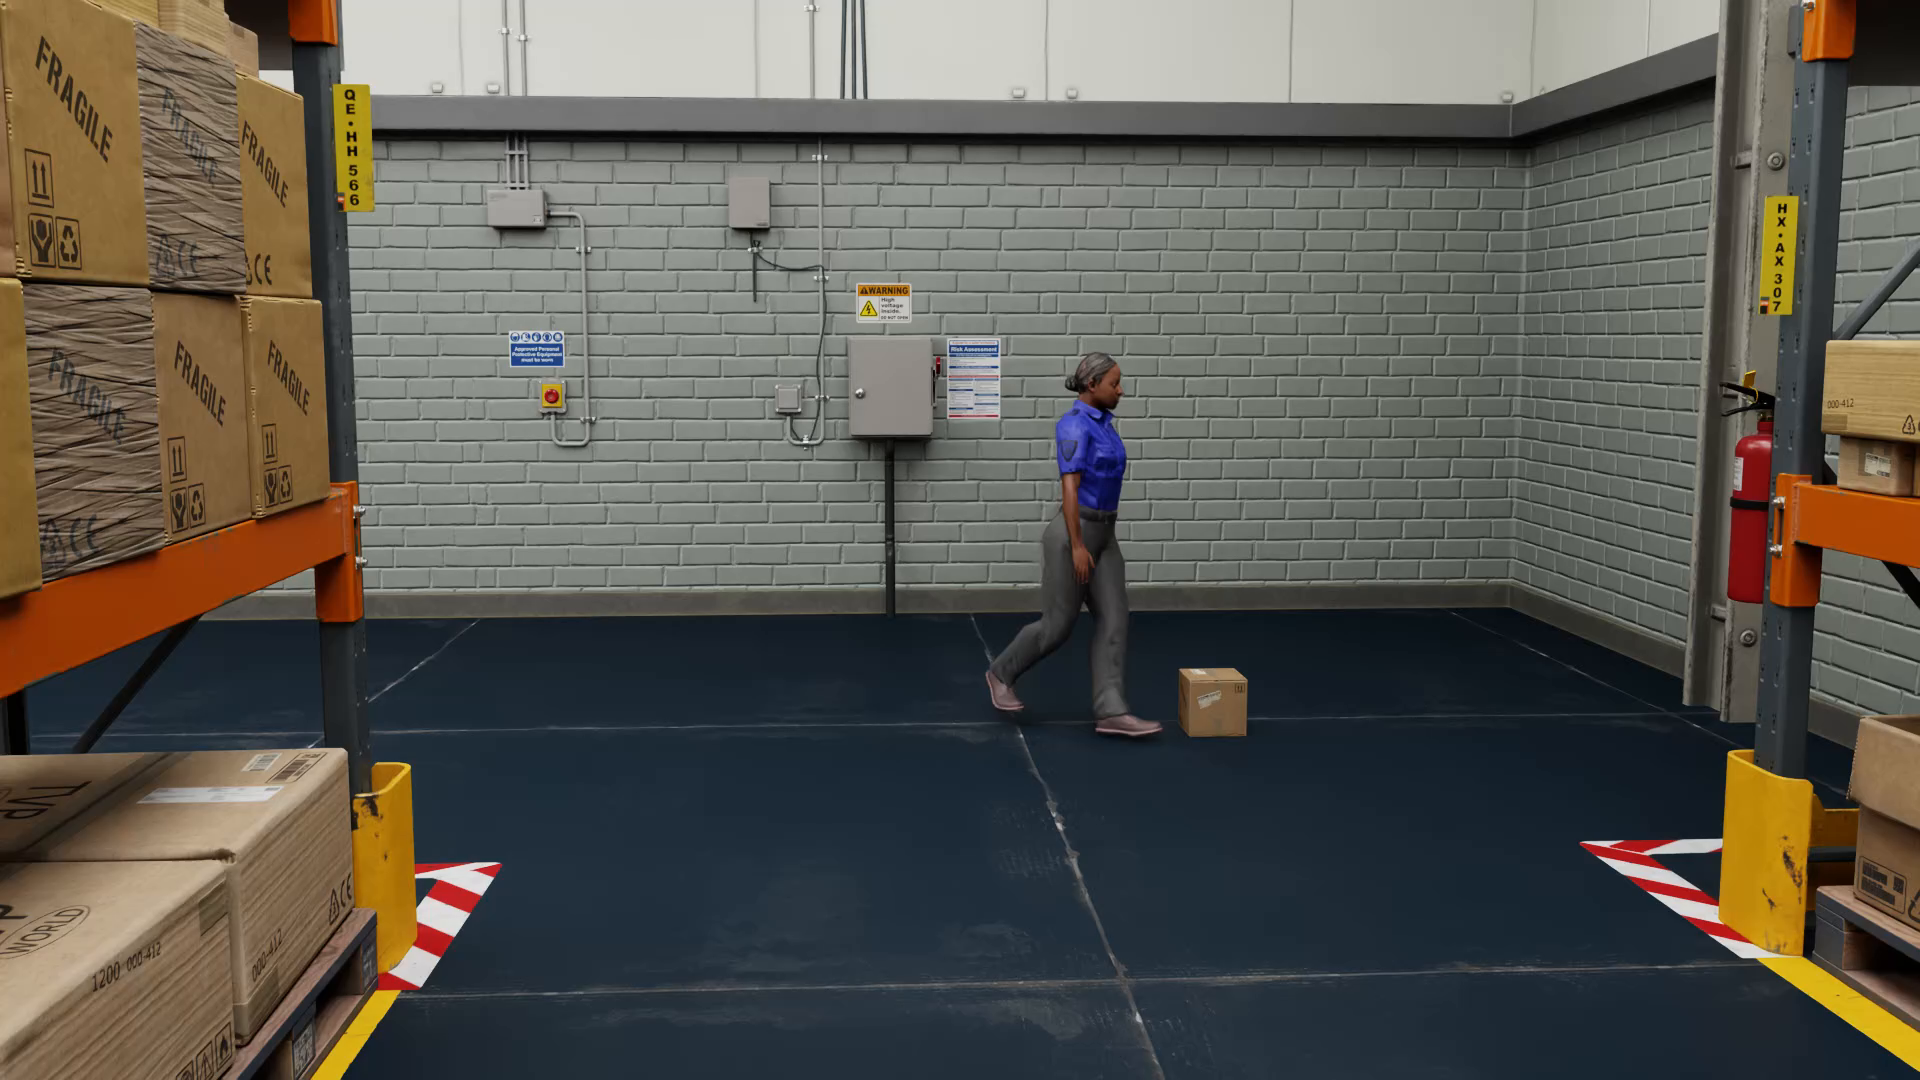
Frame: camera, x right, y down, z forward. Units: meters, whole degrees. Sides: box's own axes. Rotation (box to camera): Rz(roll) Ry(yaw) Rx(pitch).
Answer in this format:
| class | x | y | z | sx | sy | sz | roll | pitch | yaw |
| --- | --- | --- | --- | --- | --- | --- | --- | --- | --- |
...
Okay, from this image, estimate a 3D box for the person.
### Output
| class | x | y | z | sx | sy | sz | roll | pitch | yaw |
| --- | --- | --- | --- | --- | --- | --- | --- | --- | --- |
| person | 0.488 | 0.009 | 7.170 | 0.846 | 1.632 | 0.532 | 4 | 8 | 30 |
